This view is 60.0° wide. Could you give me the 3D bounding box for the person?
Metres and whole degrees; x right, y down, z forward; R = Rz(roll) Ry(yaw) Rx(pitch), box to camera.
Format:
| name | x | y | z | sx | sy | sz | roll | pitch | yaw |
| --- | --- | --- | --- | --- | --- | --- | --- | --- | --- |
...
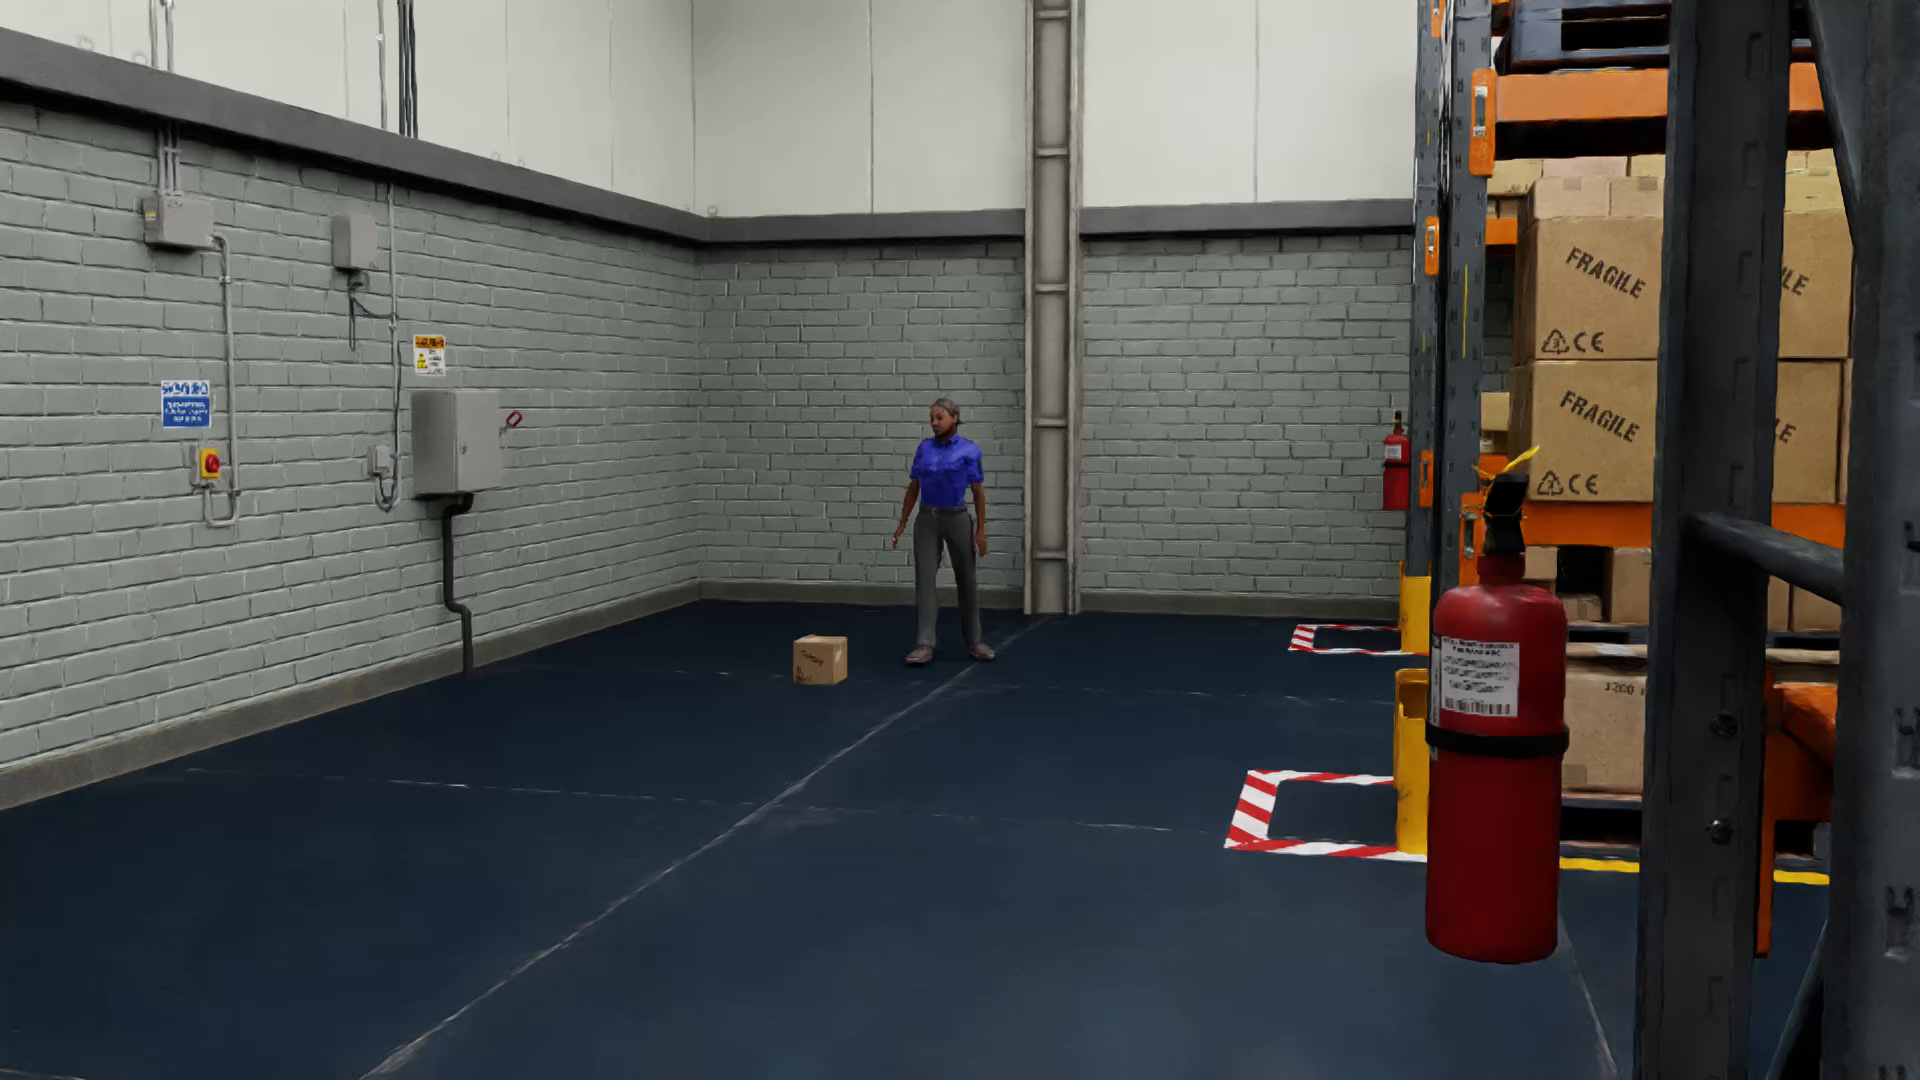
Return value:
| name | x | y | z | sx | sy | sz | roll | pitch | yaw |
| --- | --- | --- | --- | --- | --- | --- | --- | --- | --- |
| person | -0.114 | -0.068 | 10.416 | 0.648 | 1.646 | 0.566 | 1 | 5 | 16 |
